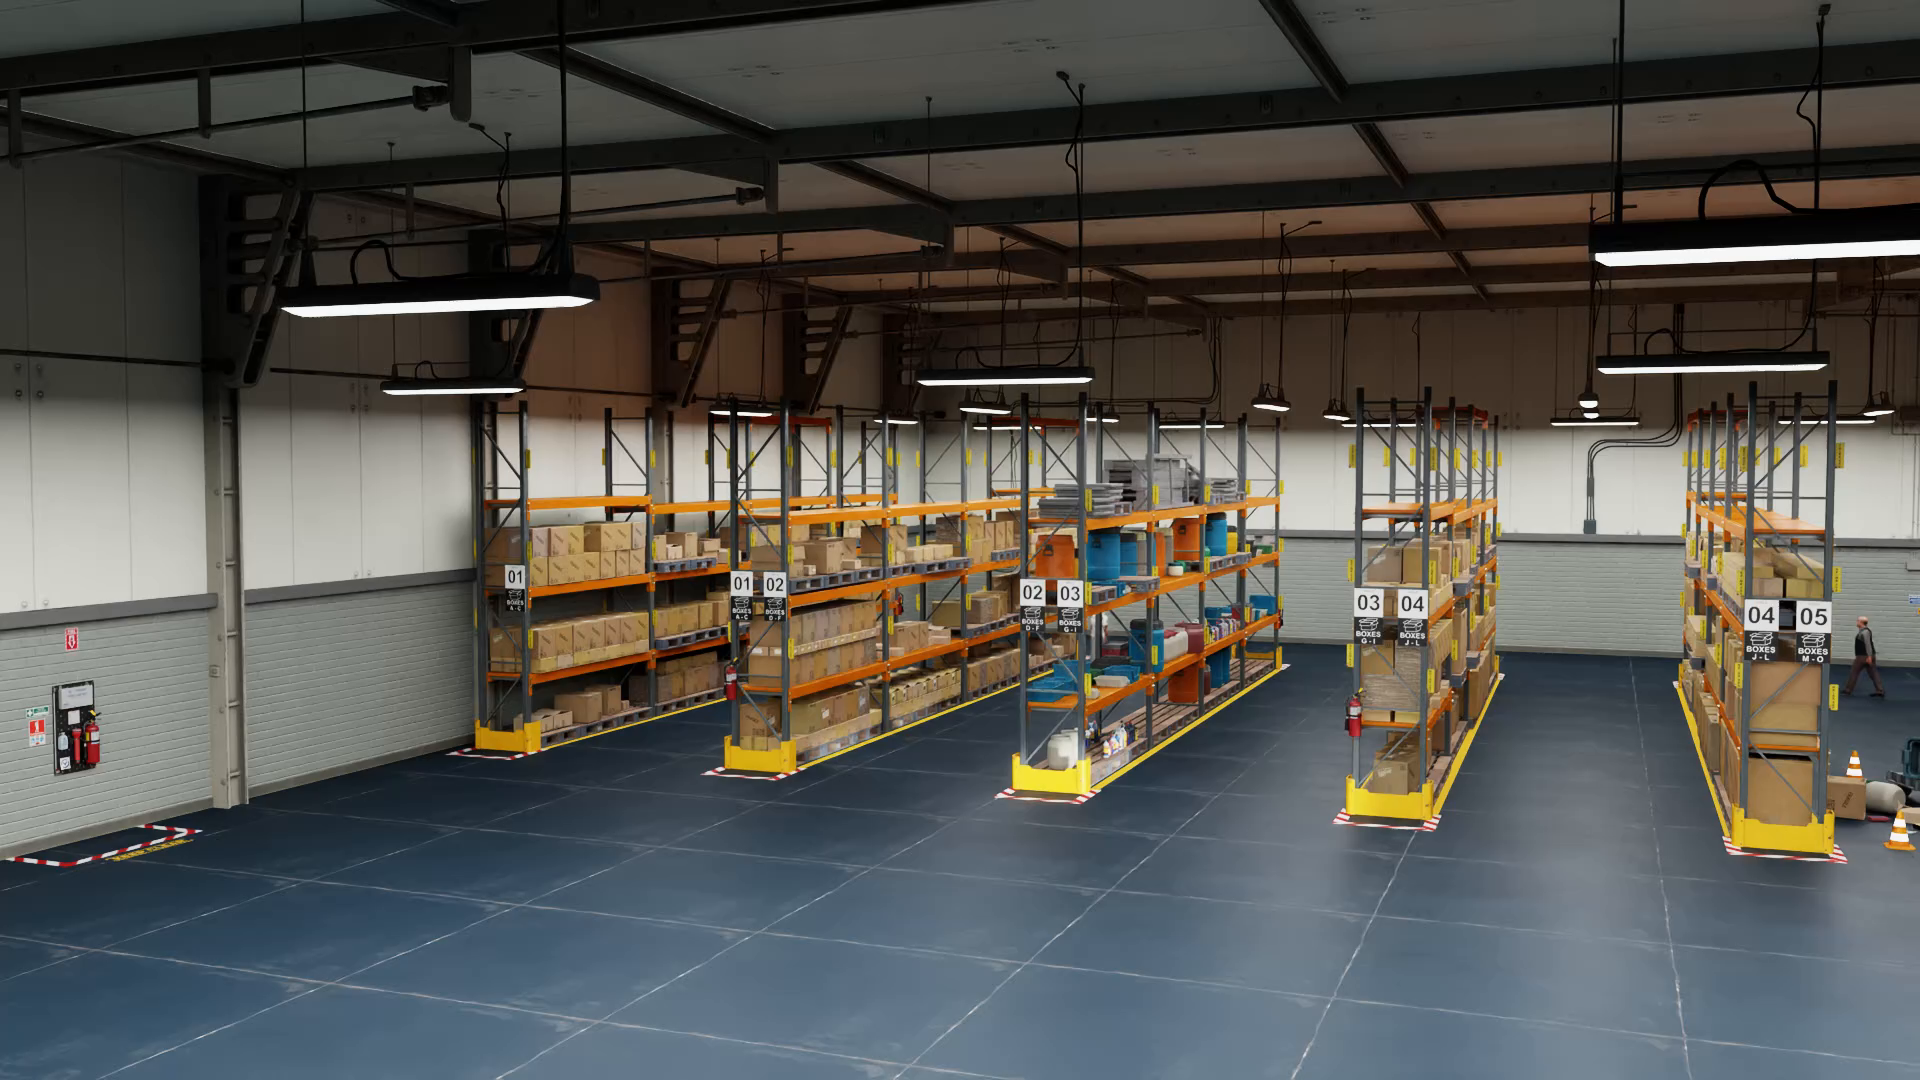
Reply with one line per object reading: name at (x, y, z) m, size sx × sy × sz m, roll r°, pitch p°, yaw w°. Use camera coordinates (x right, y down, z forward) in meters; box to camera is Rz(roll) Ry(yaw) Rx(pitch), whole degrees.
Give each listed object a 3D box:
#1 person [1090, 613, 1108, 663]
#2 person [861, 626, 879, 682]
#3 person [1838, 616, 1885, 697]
person at (3.255, 2.271, 38.969) m, size 0.471 × 1.631 × 1.033 m, roll 1°, pitch 3°, yaw 19°
person at (-1.914, 2.428, 35.021) m, size 0.673 × 1.765 × 0.740 m, roll 0°, pitch 3°, yaw 9°
person at (18.993, 2.443, 34.975) m, size 0.515 × 1.669 × 0.938 m, roll -2°, pitch 4°, yaw -38°
